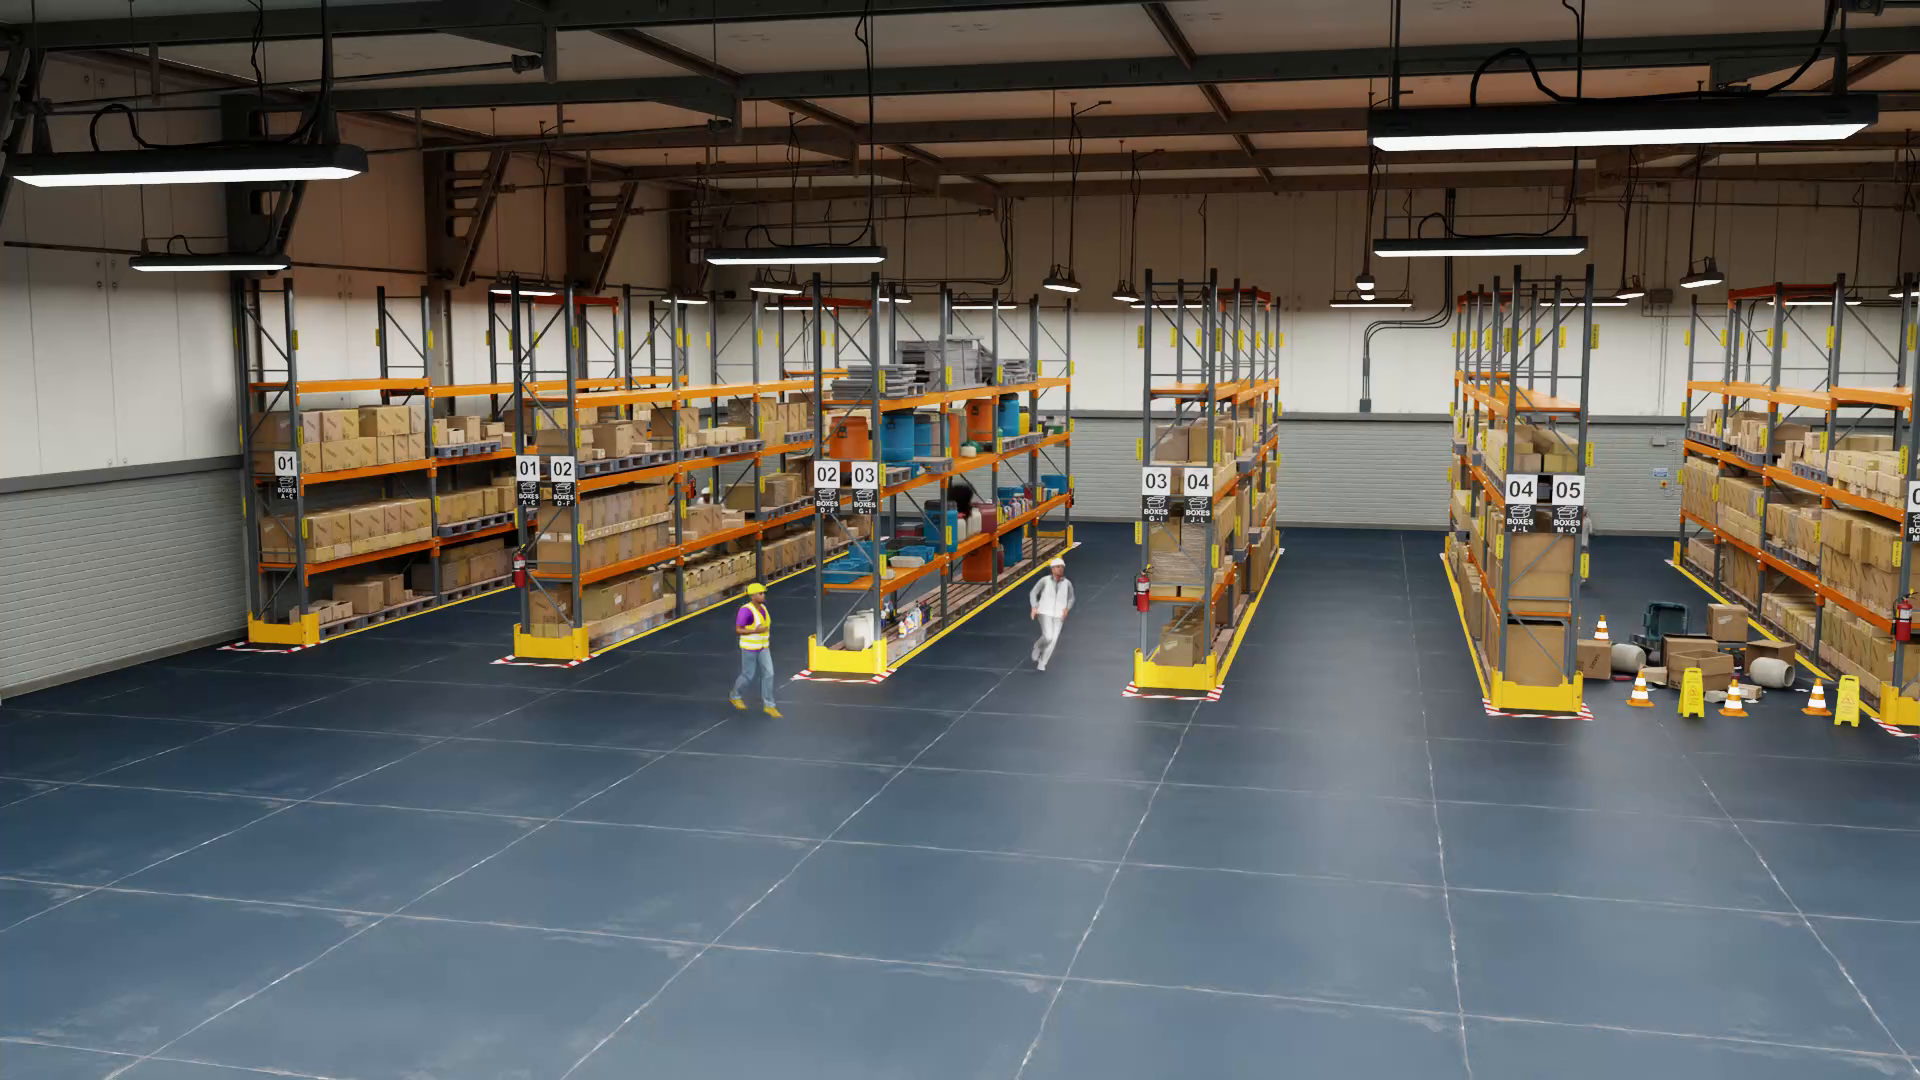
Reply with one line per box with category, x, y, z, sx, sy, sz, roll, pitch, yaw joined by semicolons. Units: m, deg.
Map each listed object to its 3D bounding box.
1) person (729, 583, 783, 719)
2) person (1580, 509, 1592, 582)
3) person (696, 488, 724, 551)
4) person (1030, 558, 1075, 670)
person;-2.773;1.472;22.185;0.869;1.809;0.669;5;8;35
person;12.813;0.089;34.396;0.504;1.585;0.732;1;7;6
person;-5.664;-0.364;37.844;0.673;1.707;0.872;2;7;17
person;1.435;1.132;25.303;0.684;1.700;0.527;-1;7;-11
